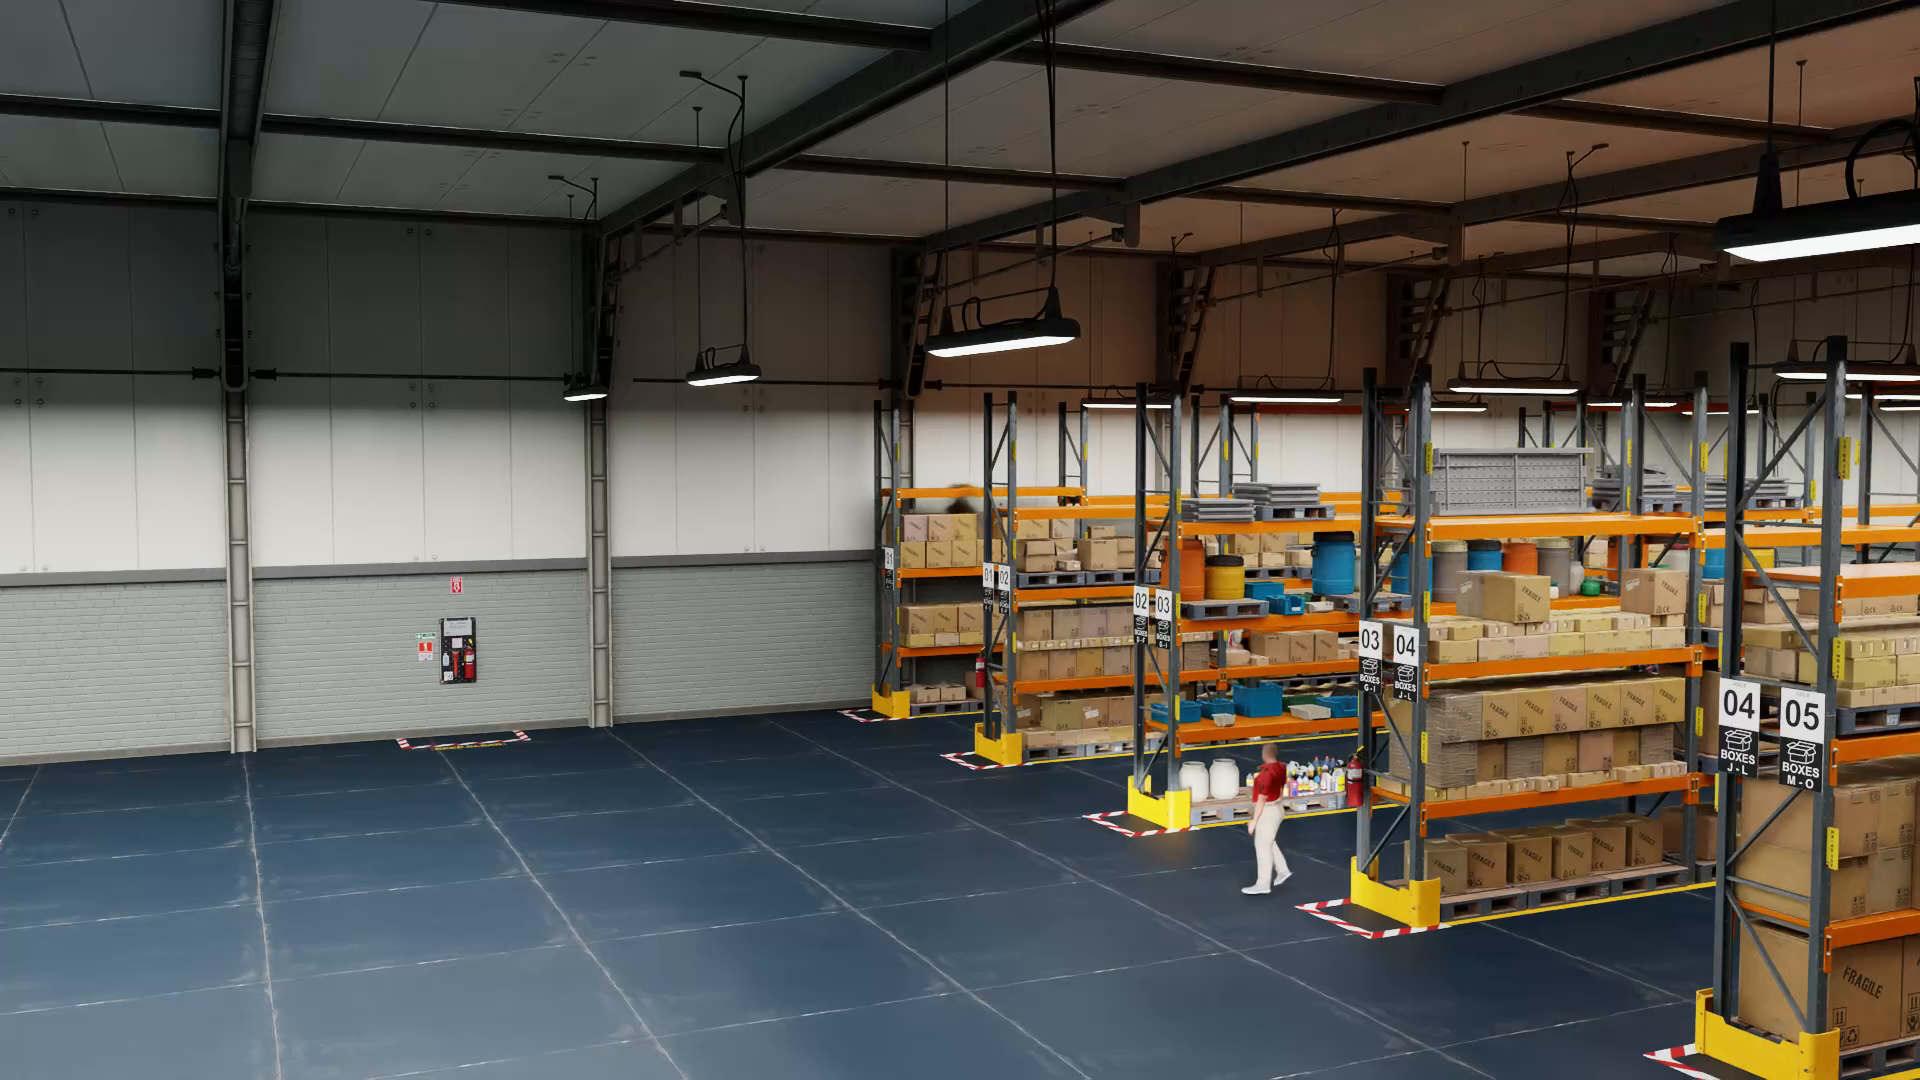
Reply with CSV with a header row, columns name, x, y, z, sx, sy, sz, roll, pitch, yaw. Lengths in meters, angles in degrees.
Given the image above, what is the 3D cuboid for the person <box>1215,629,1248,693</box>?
name,x,y,z,sx,sy,sz,roll,pitch,yaw
person,5.431,2.392,33.290,0.866,1.813,0.629,-1,4,-24

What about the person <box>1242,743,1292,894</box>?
name,x,y,z,sx,sy,sz,roll,pitch,yaw
person,3.560,3.186,19.172,0.482,1.741,0.633,1,4,24
